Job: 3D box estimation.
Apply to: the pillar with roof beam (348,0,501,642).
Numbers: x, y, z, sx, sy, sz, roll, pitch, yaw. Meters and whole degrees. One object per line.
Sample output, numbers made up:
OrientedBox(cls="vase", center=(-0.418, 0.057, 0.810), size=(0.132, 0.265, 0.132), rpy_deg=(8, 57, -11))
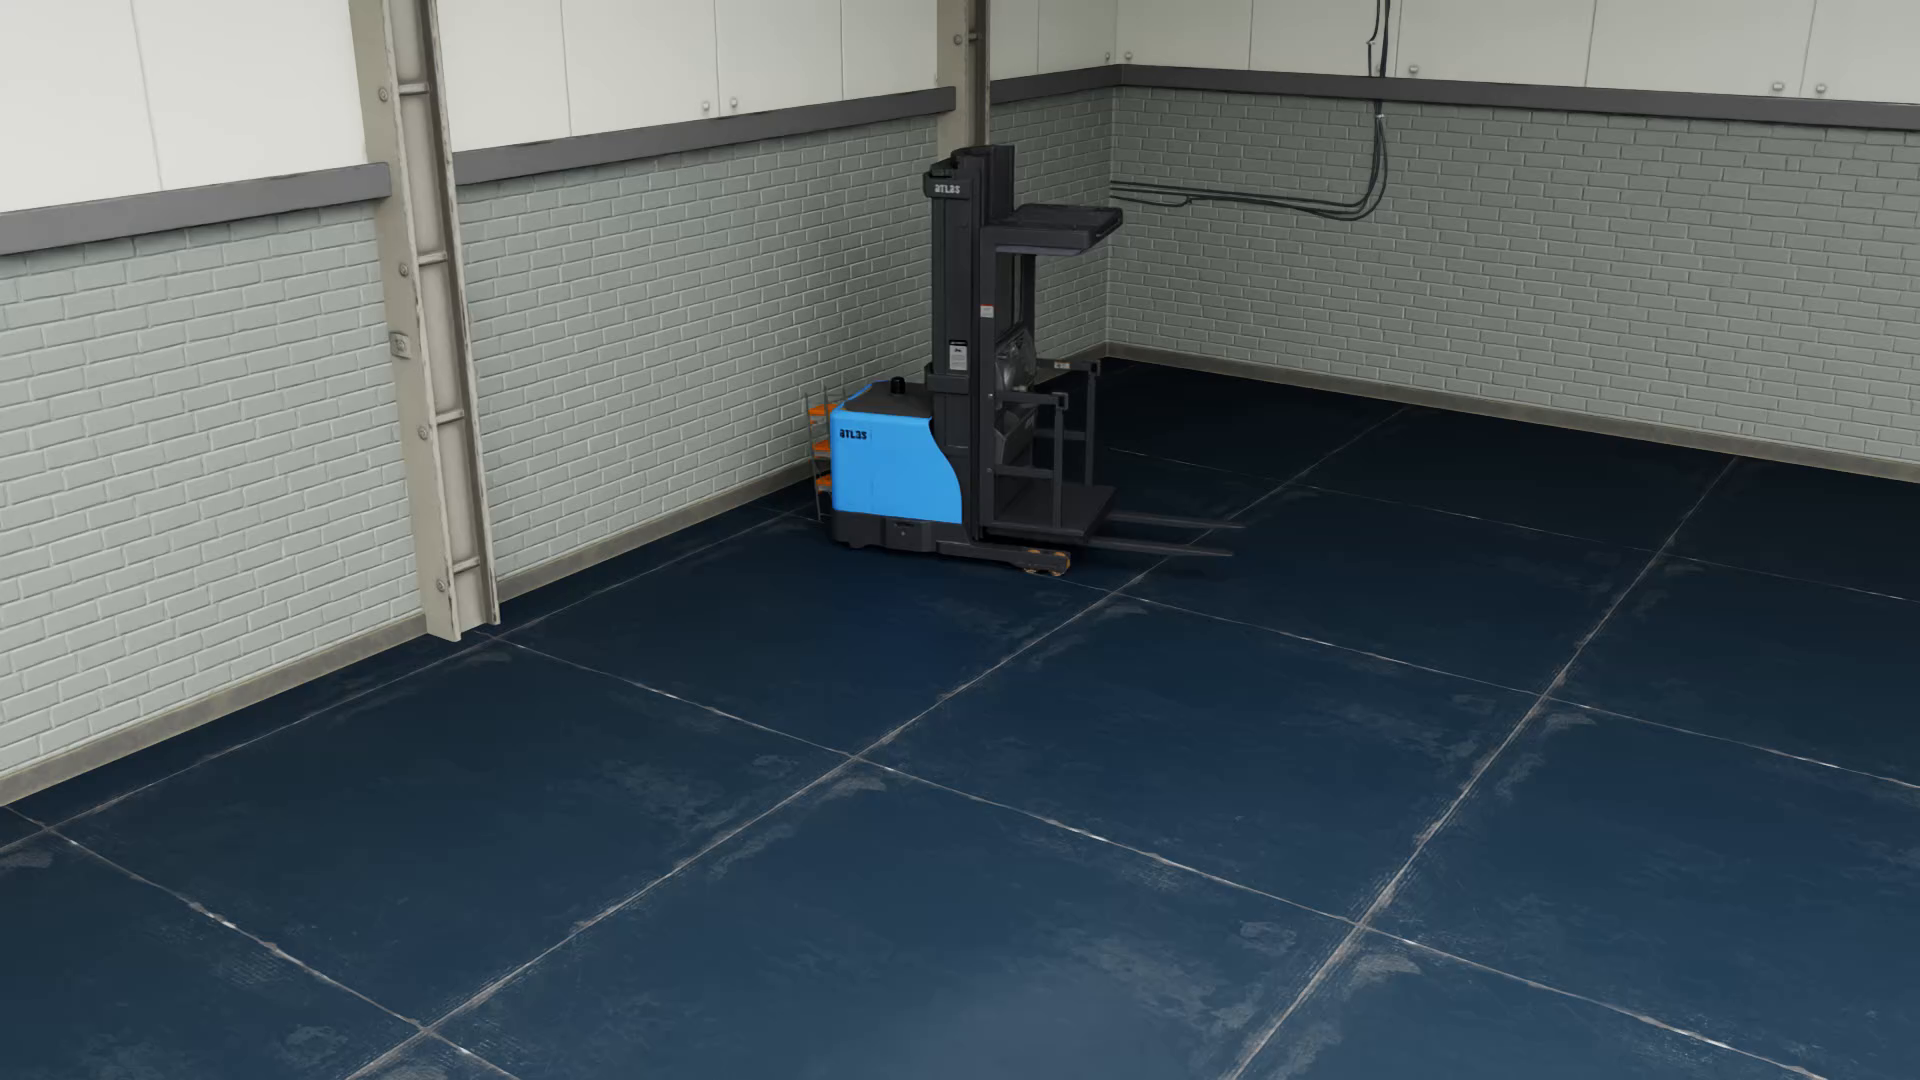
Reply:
OrientedBox(cls="pillar with roof beam", center=(0.219, -2.795, 7.350), size=(9.100, 9.000, 0.400), rpy_deg=(13, 24, 32))

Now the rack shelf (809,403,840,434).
OrientedBox(cls="rack shelf", center=(-1.026, -0.924, 12.939), size=(0.215, 0.259, 0.240), rpy_deg=(7, 21, 33))

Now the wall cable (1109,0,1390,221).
OrientedBox(cls="wall cable", center=(2.781, -4.487, 16.401), size=(3.097, 2.526, 0.112), rpy_deg=(13, 24, 32))

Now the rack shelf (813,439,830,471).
OrientedBox(cls="rack shelf", center=(-1.003, -0.653, 13.023), size=(0.215, 0.259, 0.240), rpy_deg=(7, 21, 33))

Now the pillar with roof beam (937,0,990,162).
OrientedBox(cls="pillar with roof beam", center=(3.592, -4.517, 12.004), size=(9.100, 9.000, 0.400), rpy_deg=(13, 24, 32))

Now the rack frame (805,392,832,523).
OrientedBox(cls="rack frame", center=(-1.070, -0.628, 12.923), size=(0.200, 1.050, 0.008), rpy_deg=(7, 21, 33))

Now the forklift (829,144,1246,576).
OrientedBox(cls="forklift", center=(0.595, -1.323, 12.117), size=(3.031, 2.935, 1.130), rpy_deg=(6, 21, 16))

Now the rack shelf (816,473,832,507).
OrientedBox(cls="rack shelf", center=(-0.981, -0.389, 13.105), size=(0.215, 0.259, 0.240), rpy_deg=(7, 21, 33))

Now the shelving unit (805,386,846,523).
OrientedBox(cls="shelving unit", center=(-1.004, -0.664, 13.020), size=(0.215, 1.050, 0.252), rpy_deg=(7, 21, 33))

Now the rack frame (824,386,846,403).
OrientedBox(cls="rack frame", center=(-0.938, -0.699, 13.116), size=(0.200, 1.050, 0.008), rpy_deg=(7, 21, 33))
